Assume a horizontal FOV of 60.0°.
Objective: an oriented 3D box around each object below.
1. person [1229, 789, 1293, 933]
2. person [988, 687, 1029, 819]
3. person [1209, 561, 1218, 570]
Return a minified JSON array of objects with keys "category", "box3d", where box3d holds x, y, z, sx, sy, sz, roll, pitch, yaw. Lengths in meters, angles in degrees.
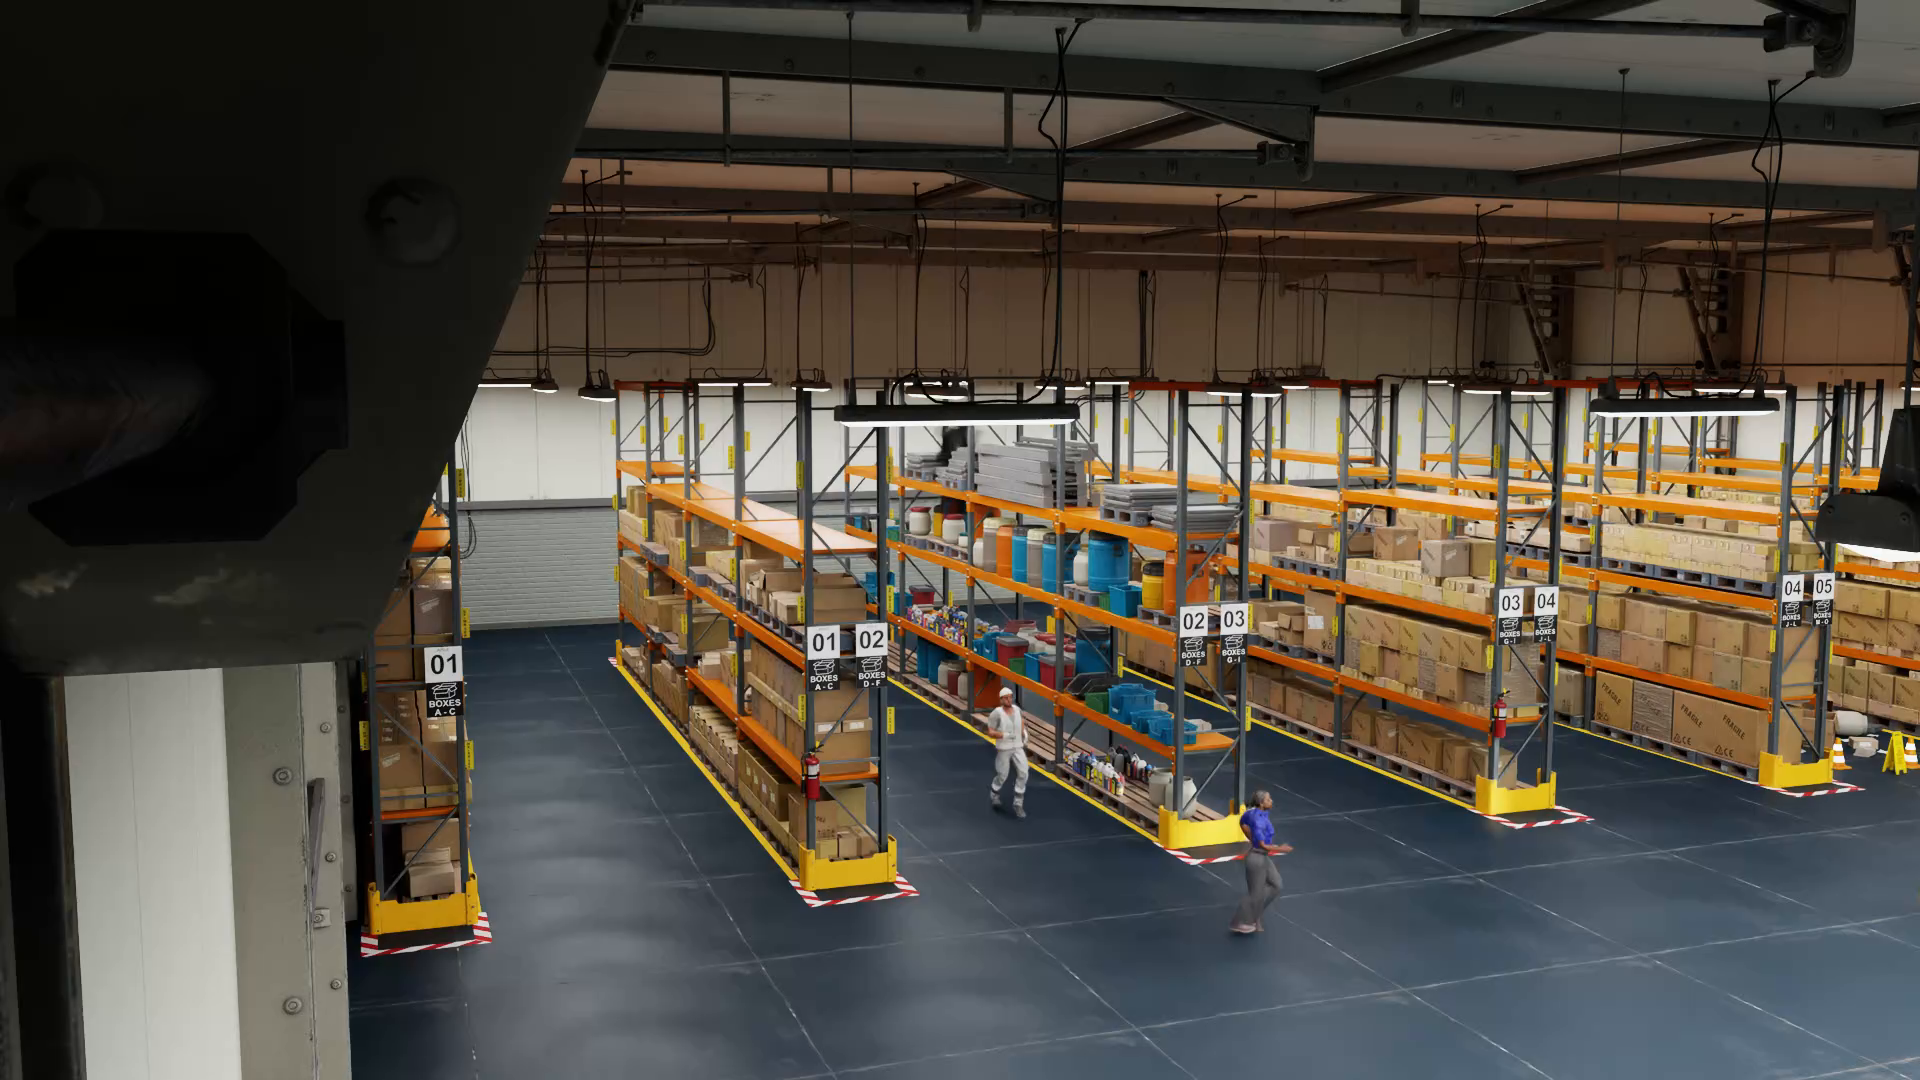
[{"category":"person","box3d":[3.343,3.579,18.444,0.679,1.673,0.602,1,6,10]},{"category":"person","box3d":[0.693,2.981,23.484,0.669,1.818,0.792,-3,7,-23]},{"category":"person","box3d":[6.166,1.227,40.761,0.751,1.688,0.651,-5,8,-39]}]
